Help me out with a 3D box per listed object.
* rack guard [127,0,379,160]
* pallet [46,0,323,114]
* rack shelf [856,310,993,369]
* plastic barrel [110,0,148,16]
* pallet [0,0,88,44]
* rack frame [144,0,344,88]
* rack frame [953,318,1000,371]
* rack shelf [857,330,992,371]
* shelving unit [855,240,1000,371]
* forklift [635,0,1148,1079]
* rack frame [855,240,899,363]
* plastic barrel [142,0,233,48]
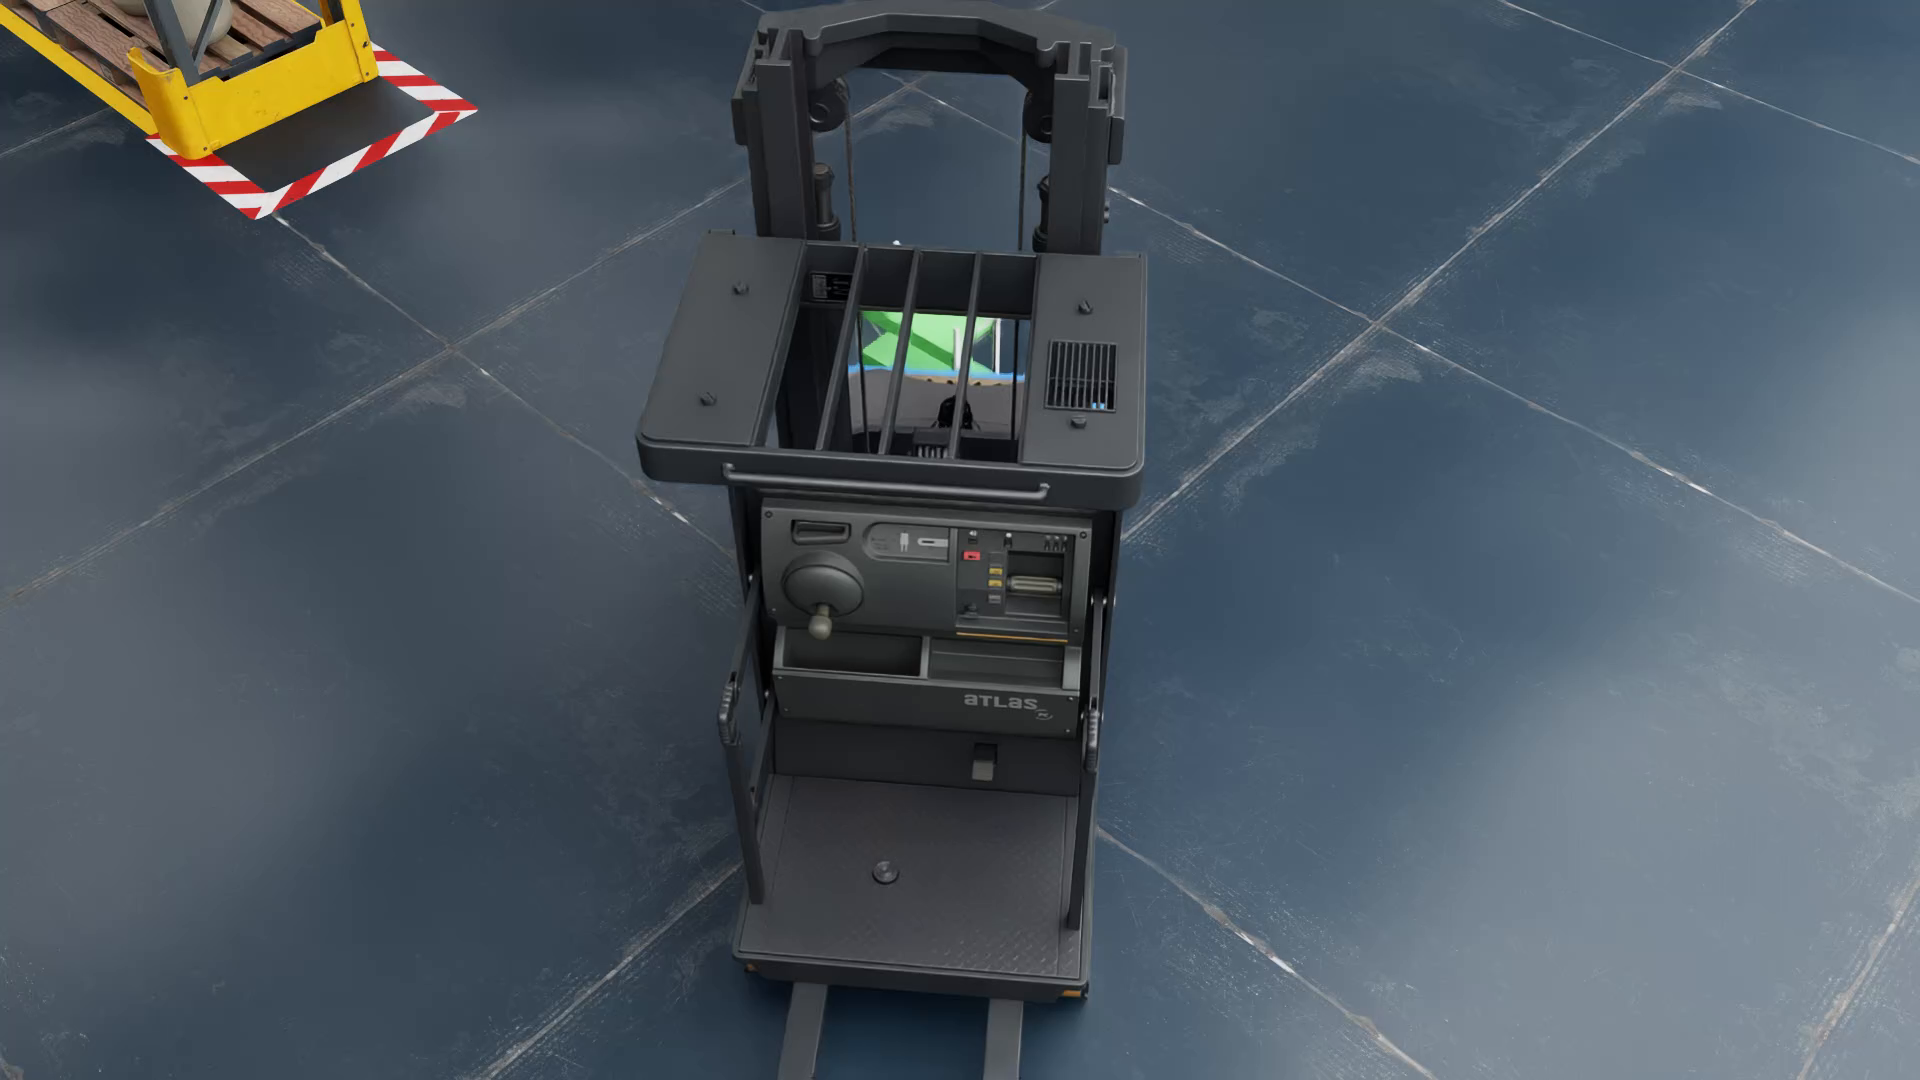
[{"bbox_3d":[-3.697,-2.512,8.766,0.348,0.500,1.175,34,55,28],"label":"rack guard"},{"bbox_3d":[-4.291,-2.818,9.251,1.213,0.211,1.003,34,55,28],"label":"pallet"},{"bbox_3d":[-0.124,-0.795,6.103,0.480,0.148,0.258,32,55,27],"label":"rack shelf"},{"bbox_3d":[-4.513,-3.180,9.097,0.421,0.512,0.421,0,47,0],"label":"plastic barrel"},{"bbox_3d":[-5.183,-3.421,9.817,1.213,0.211,1.003,34,55,28],"label":"pallet"},{"bbox_3d":[-3.610,-3.355,7.843,0.127,3.000,1.000,34,55,28],"label":"rack frame"},{"bbox_3d":[0.060,-0.394,6.297,0.015,1.200,0.240,32,55,27],"label":"rack frame"},{"bbox_3d":[-0.124,-0.631,6.278,0.480,0.148,0.258,32,55,27],"label":"rack shelf"},{"bbox_3d":[-0.124,-0.511,6.406,0.503,1.200,0.258,32,55,27],"label":"shelving unit"},{"bbox_3d":[-0.116,0.201,4.551,1.130,2.935,3.031,4,47,4],"label":"forklift"},{"bbox_3d":[-0.308,-0.627,6.516,0.015,1.200,0.240,32,55,27],"label":"rack frame"},{"bbox_3d":[-4.145,-2.932,8.864,0.421,0.512,0.421,0,47,0],"label":"plastic barrel"}]
